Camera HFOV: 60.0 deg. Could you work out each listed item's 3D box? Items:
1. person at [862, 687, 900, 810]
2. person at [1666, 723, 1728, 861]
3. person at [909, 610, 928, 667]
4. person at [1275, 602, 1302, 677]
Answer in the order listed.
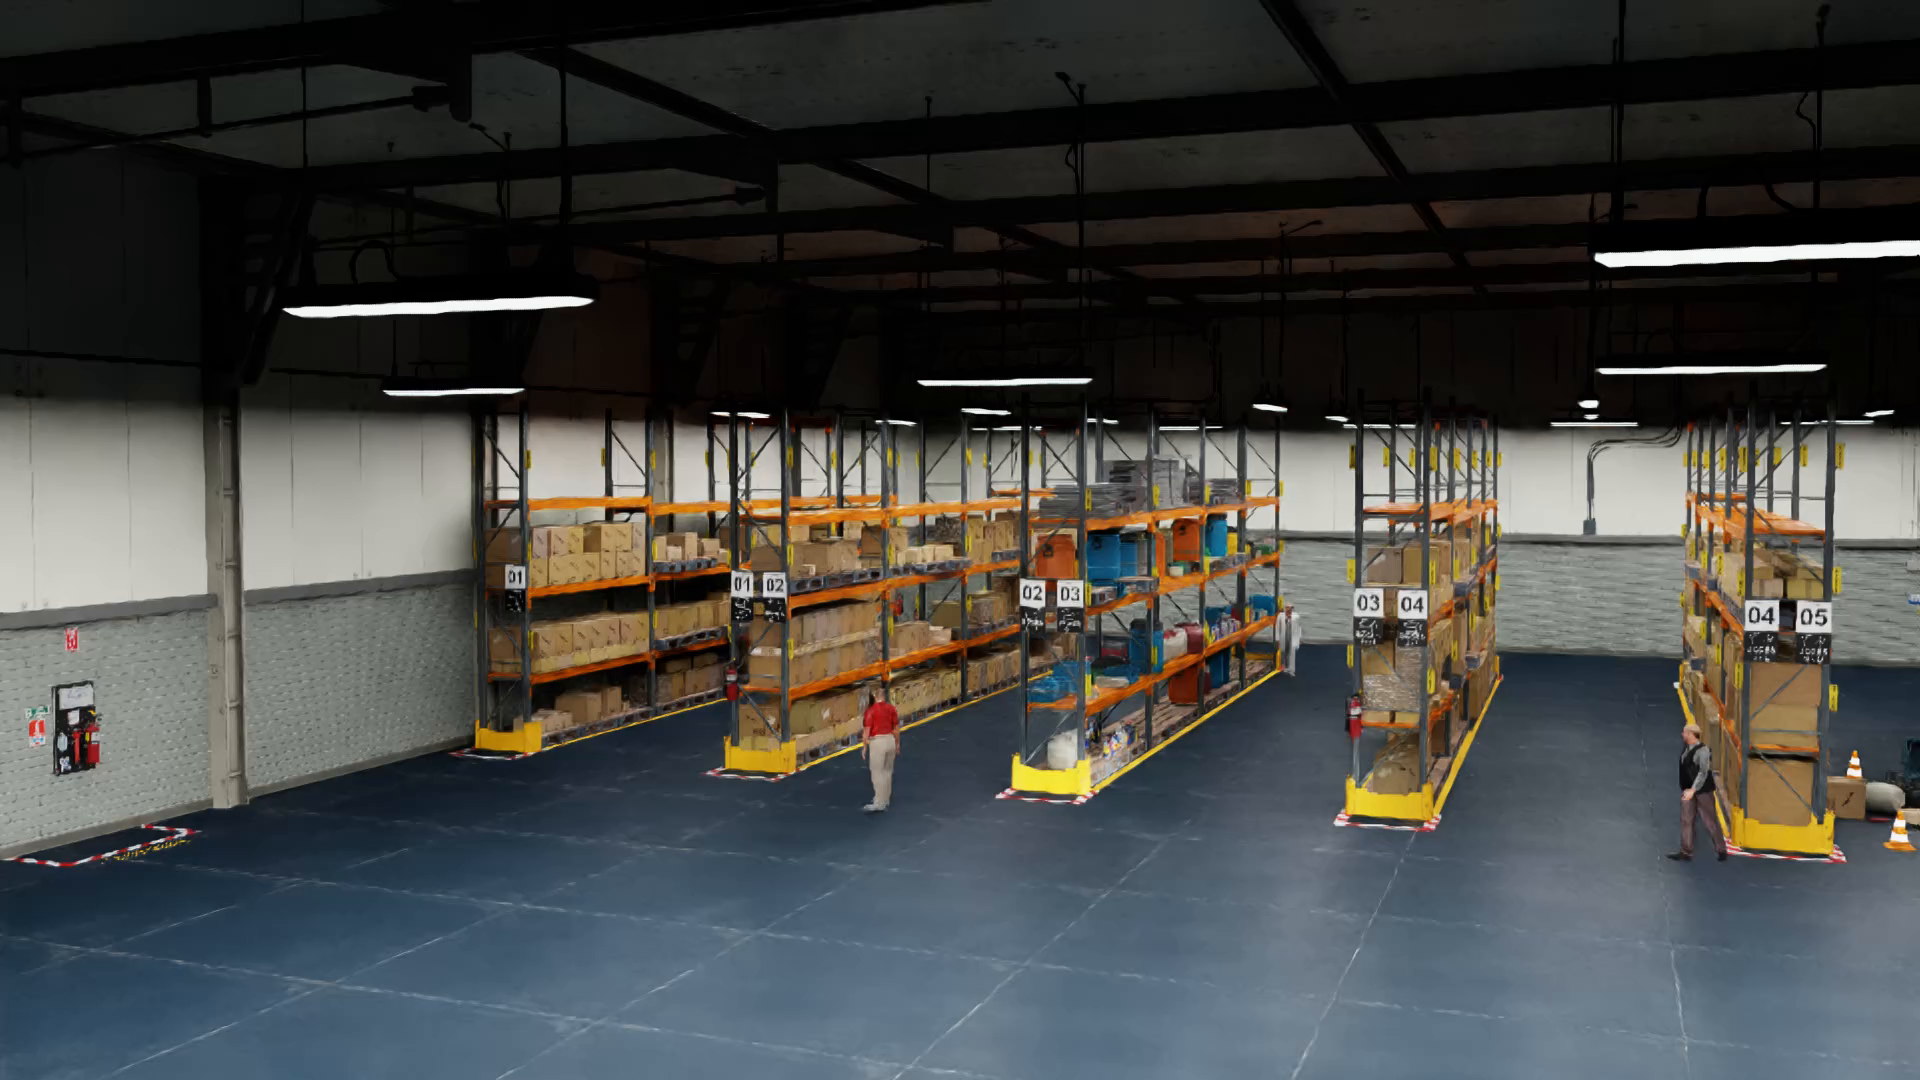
[{"bbox_3d":[-1.157,2.964,23.852,0.653,1.723,0.579,-2,4,-40],"label":"person"},{"bbox_3d":[9.198,3.145,20.700,0.701,1.711,0.554,0,3,-8],"label":"person"},{"bbox_3d":[-0.921,2.369,37.632,0.598,1.617,0.503,1,3,20],"label":"person"},{"bbox_3d":[7.556,2.272,38.295,0.600,1.699,1.197,1,3,19],"label":"person"}]
